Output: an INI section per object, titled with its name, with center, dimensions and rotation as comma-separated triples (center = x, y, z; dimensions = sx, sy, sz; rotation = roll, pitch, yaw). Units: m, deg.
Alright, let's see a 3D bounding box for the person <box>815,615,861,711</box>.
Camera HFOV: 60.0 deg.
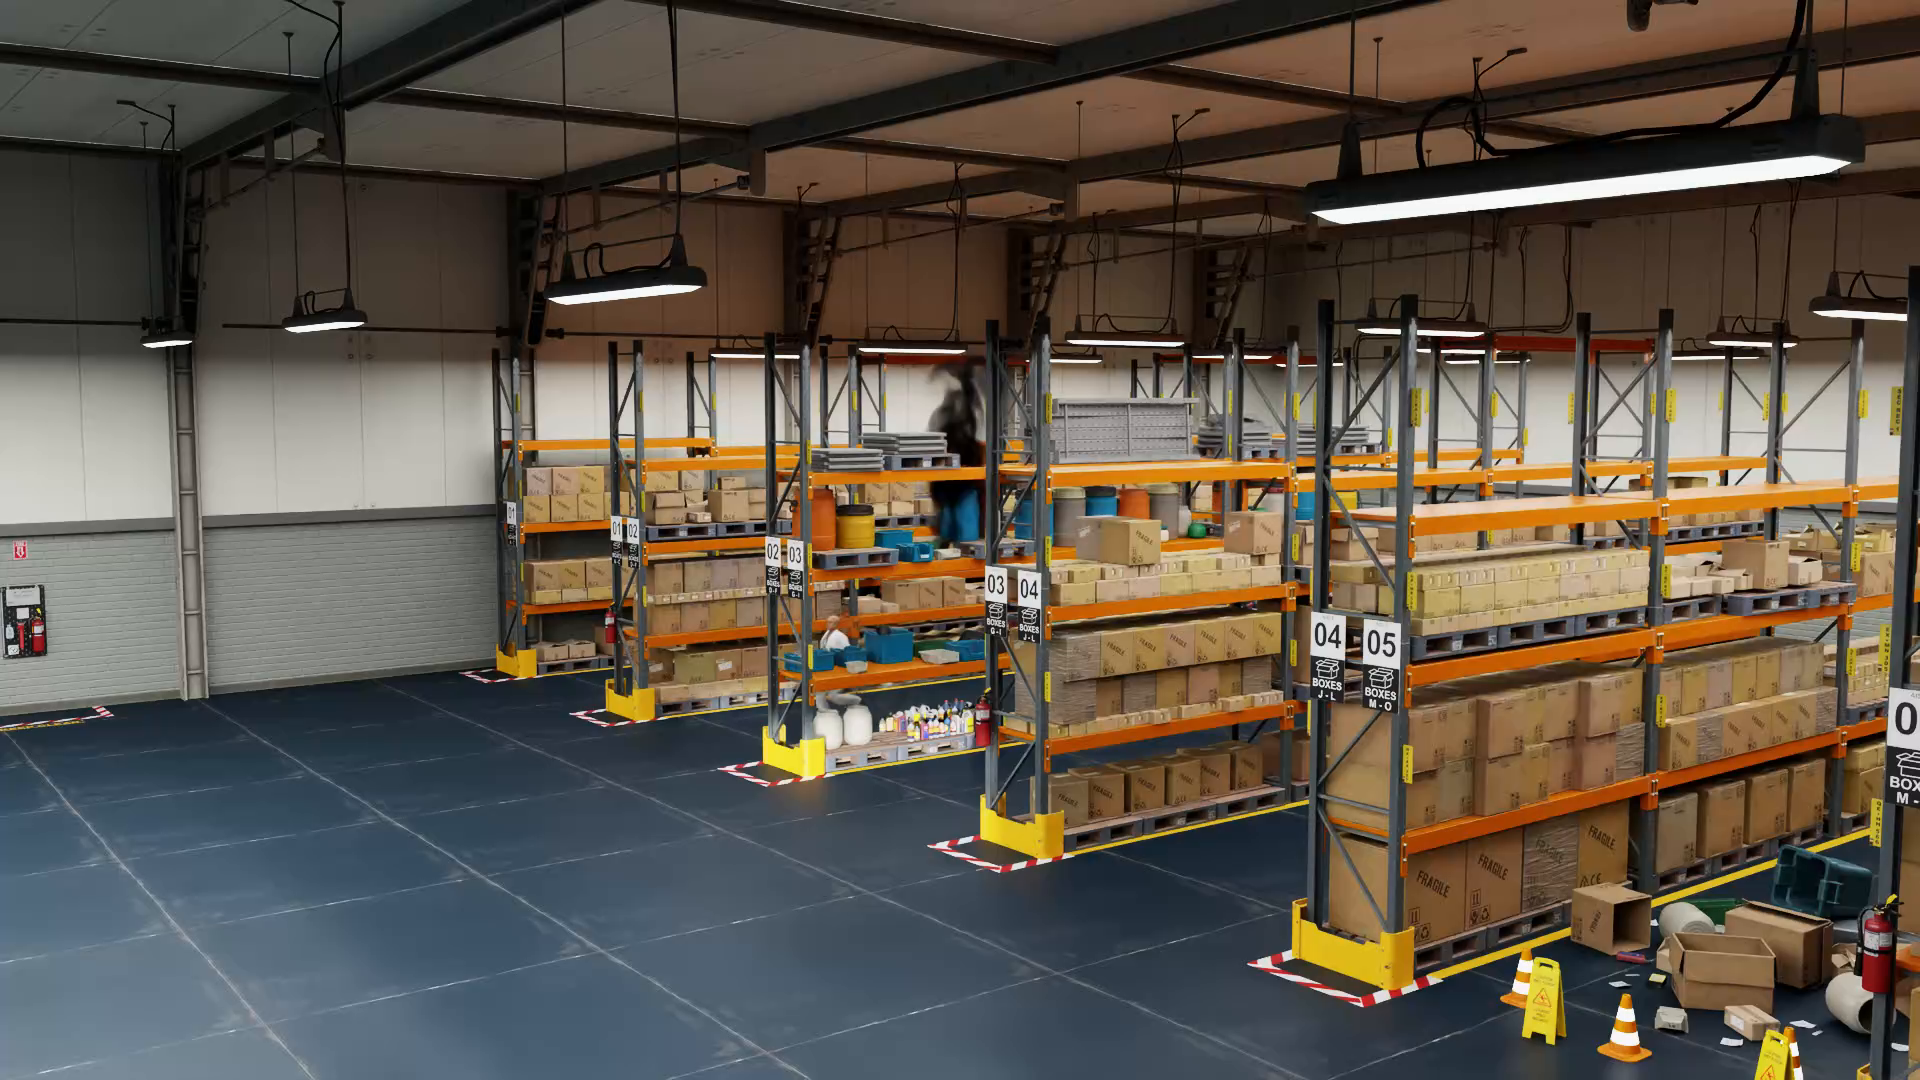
[person]
center = -1.955, 2.047, 25.783
dimensions = 0.880, 1.751, 0.711
rotation = -4, 7, -42
